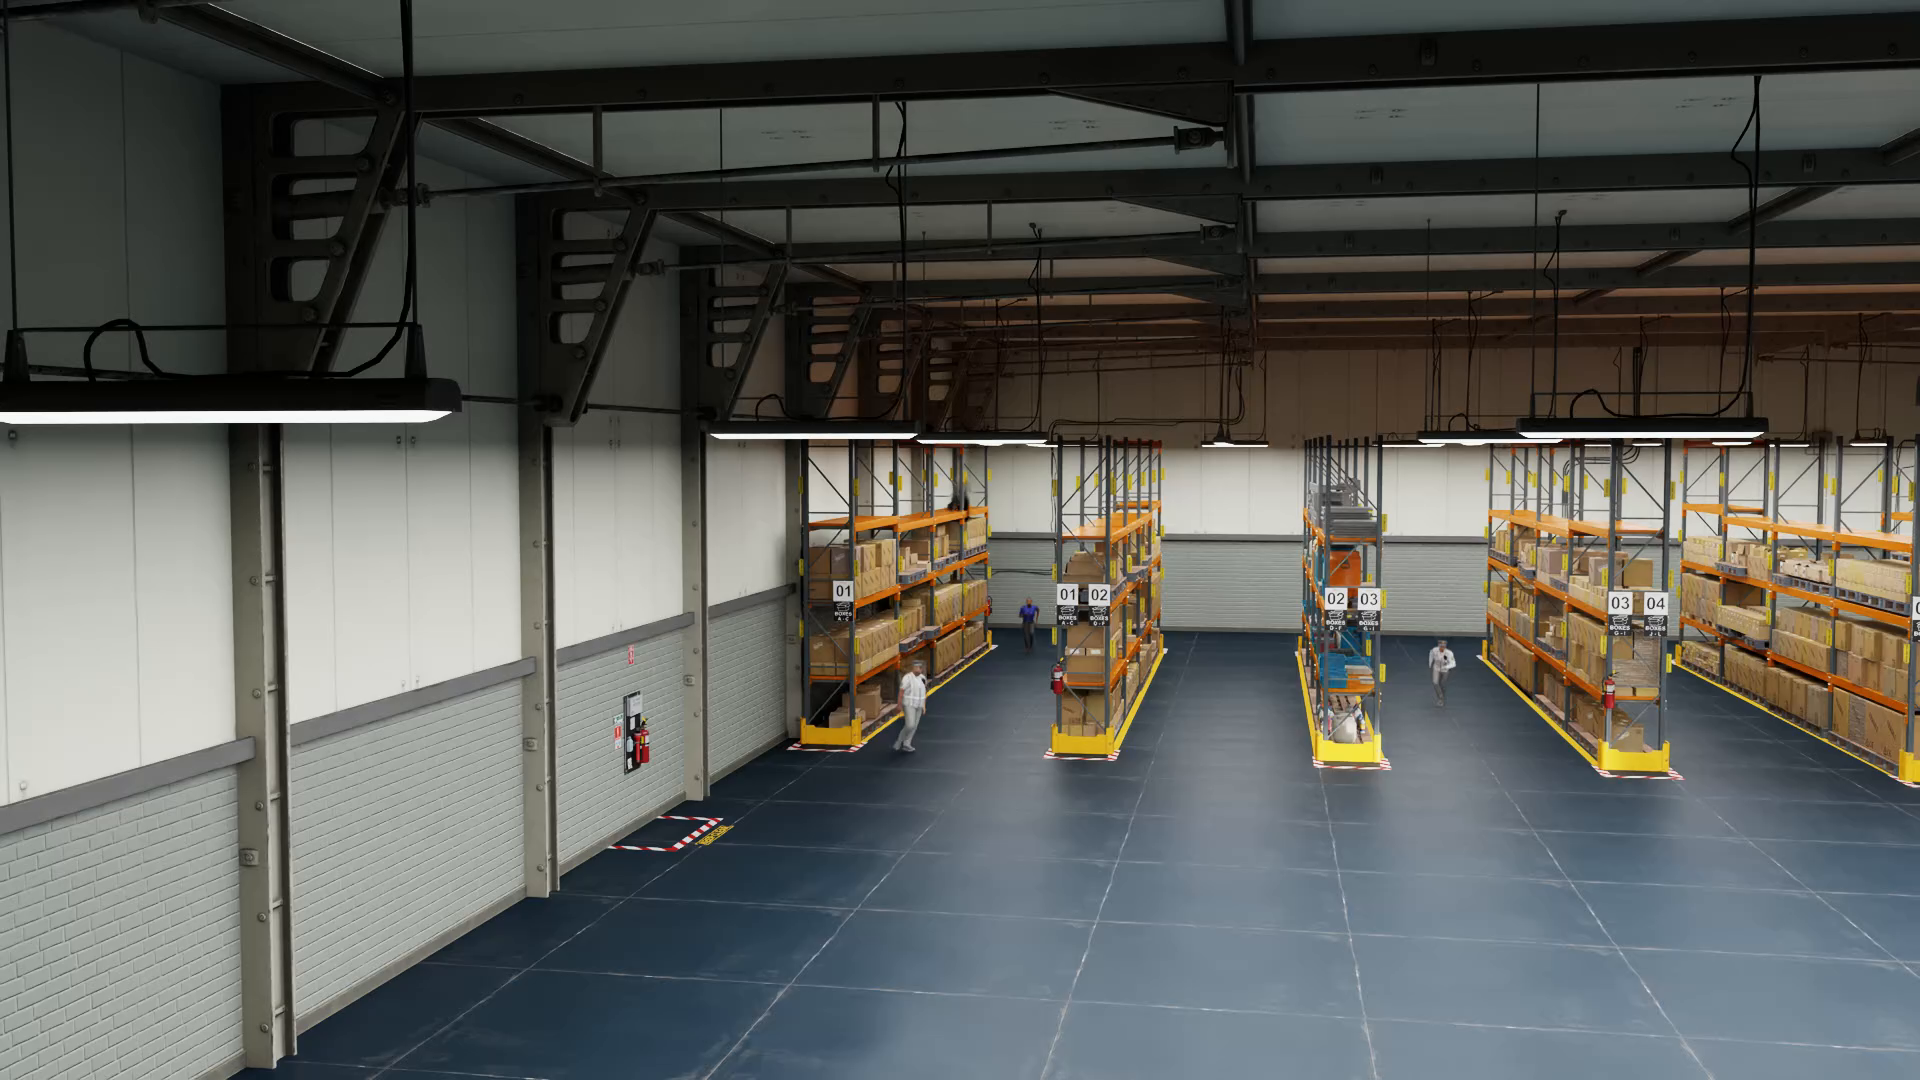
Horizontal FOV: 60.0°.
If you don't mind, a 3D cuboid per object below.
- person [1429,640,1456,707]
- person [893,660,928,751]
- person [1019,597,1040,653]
[{"bbox_3d":[10.792,2.945,37.213,0.605,1.496,1.015,1,3,20],"label":"person"},{"bbox_3d":[-0.929,3.136,31.490,0.653,1.734,0.491,-3,4,-43],"label":"person"},{"bbox_3d":[1.943,2.385,46.564,0.574,1.583,0.850,0,3,2],"label":"person"}]
